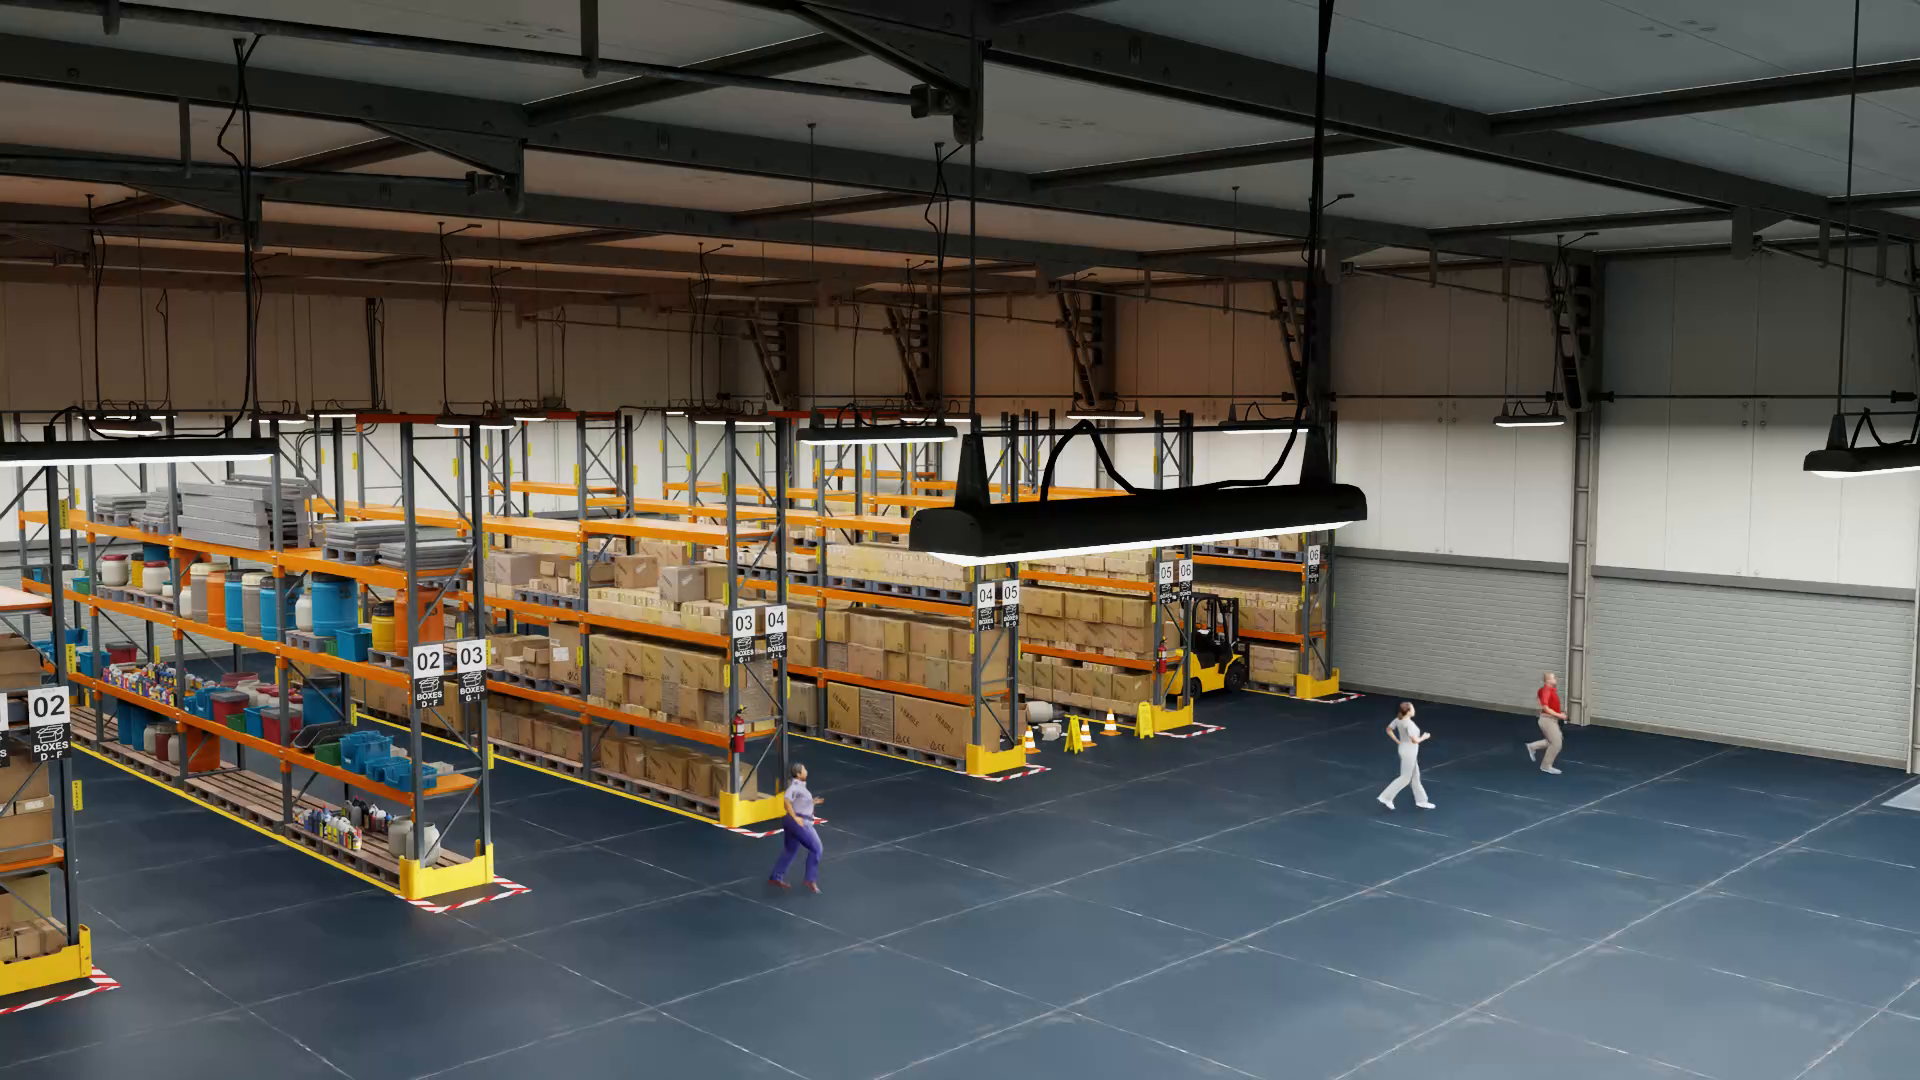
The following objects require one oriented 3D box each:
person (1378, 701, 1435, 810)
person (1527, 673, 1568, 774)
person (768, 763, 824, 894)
[{"bbox_3d":[6.789,3.269,25.206,0.941,1.662,0.564,-1,5,-7],"label":"person"},{"bbox_3d":[9.892,3.071,28.004,0.627,1.693,0.697,2,5,17],"label":"person"},{"bbox_3d":[-2.067,3.684,21.201,0.729,1.710,0.584,-2,5,-21],"label":"person"}]
